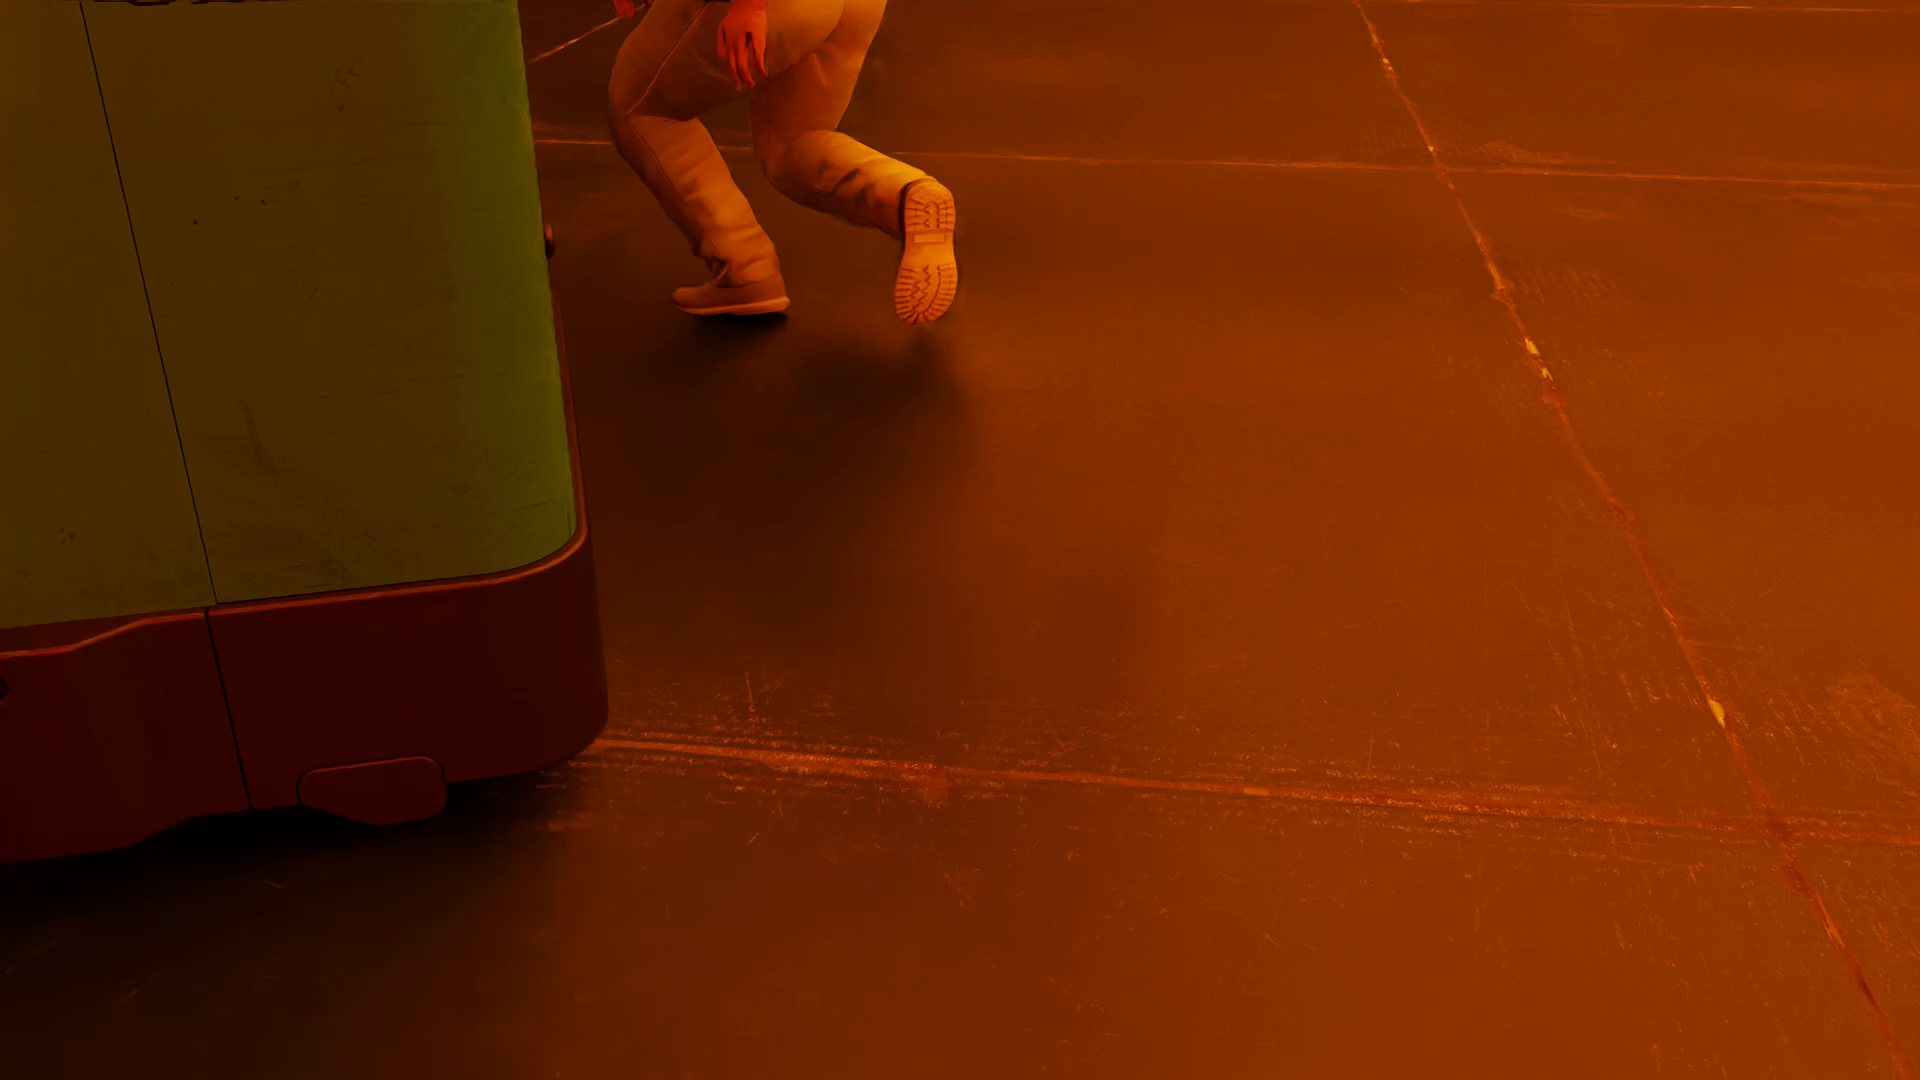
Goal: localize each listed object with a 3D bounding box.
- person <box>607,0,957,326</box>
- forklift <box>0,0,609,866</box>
[{"bbox_3d":[-0.383,-1.071,3.088,0.778,1.445,0.598,10,28,19],"label":"person"},{"bbox_3d":[-1.981,-1.062,1.345,3.031,2.935,1.130,-6,27,-13],"label":"forklift"}]
